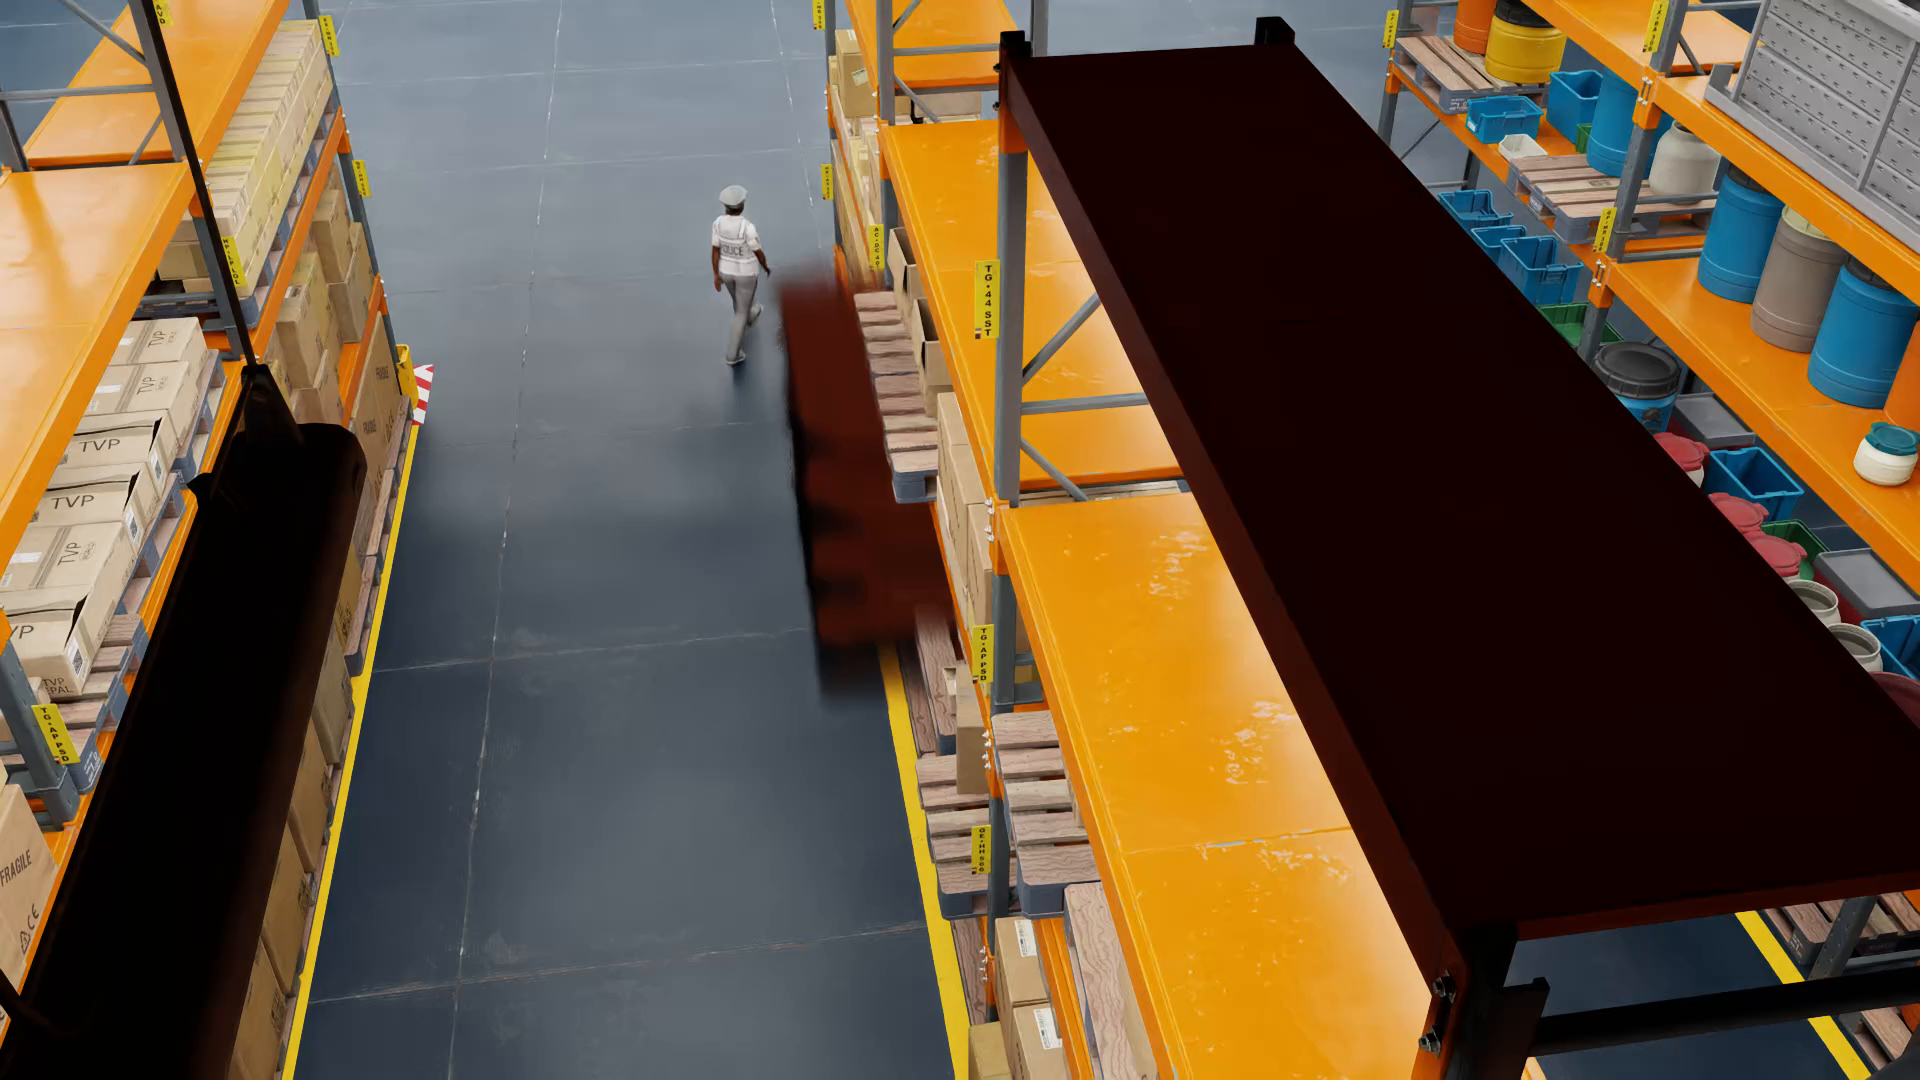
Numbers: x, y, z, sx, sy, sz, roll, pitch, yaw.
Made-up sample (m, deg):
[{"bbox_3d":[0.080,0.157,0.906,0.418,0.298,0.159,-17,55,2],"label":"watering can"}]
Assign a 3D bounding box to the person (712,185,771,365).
[{"bbox_3d":[-2.024,-2.549,15.515,0.508,1.633,0.982,18,40,23],"label":"person"}]
